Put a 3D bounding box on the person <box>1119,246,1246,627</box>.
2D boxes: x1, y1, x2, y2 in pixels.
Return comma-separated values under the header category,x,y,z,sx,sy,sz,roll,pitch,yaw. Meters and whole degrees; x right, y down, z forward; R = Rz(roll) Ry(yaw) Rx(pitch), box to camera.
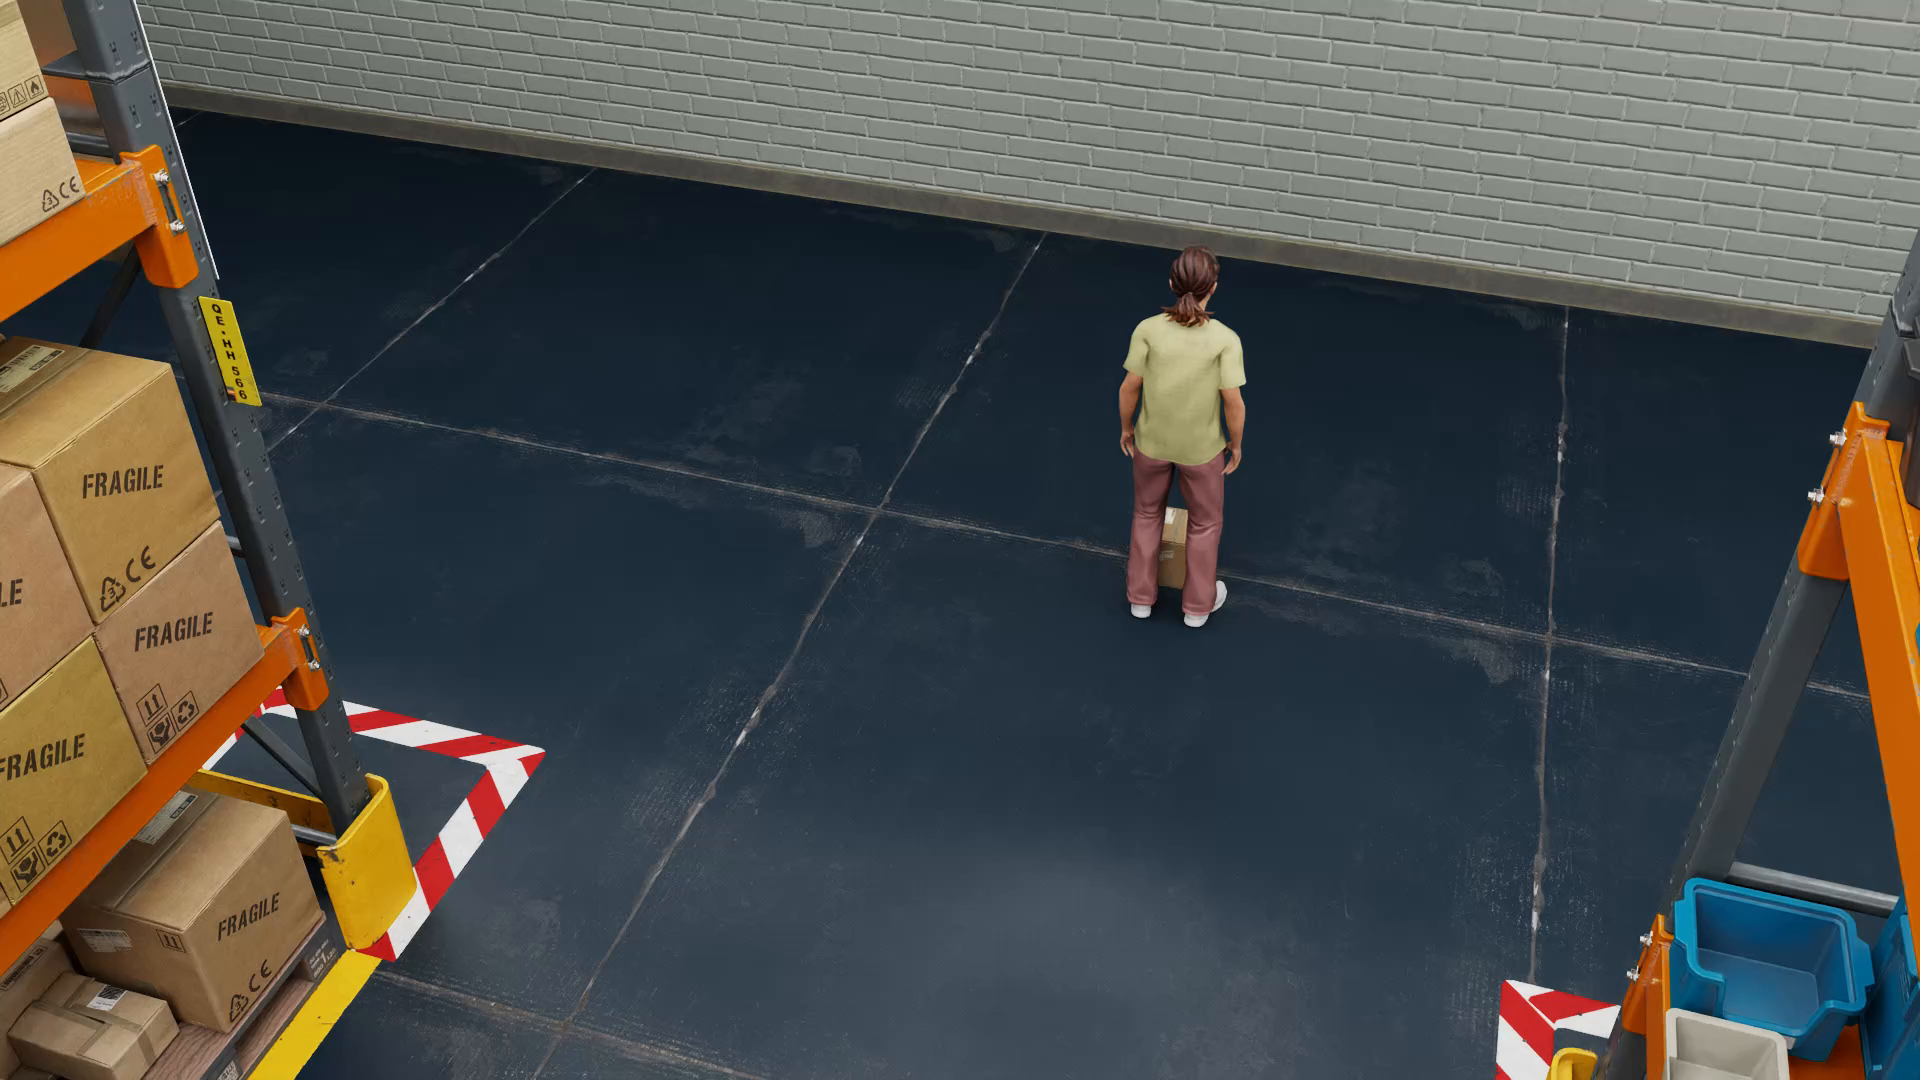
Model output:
category,x,y,z,sx,sy,sz,roll,pitch,yaw
person,0.882,-0.388,6.662,0.499,1.673,0.356,11,39,14
